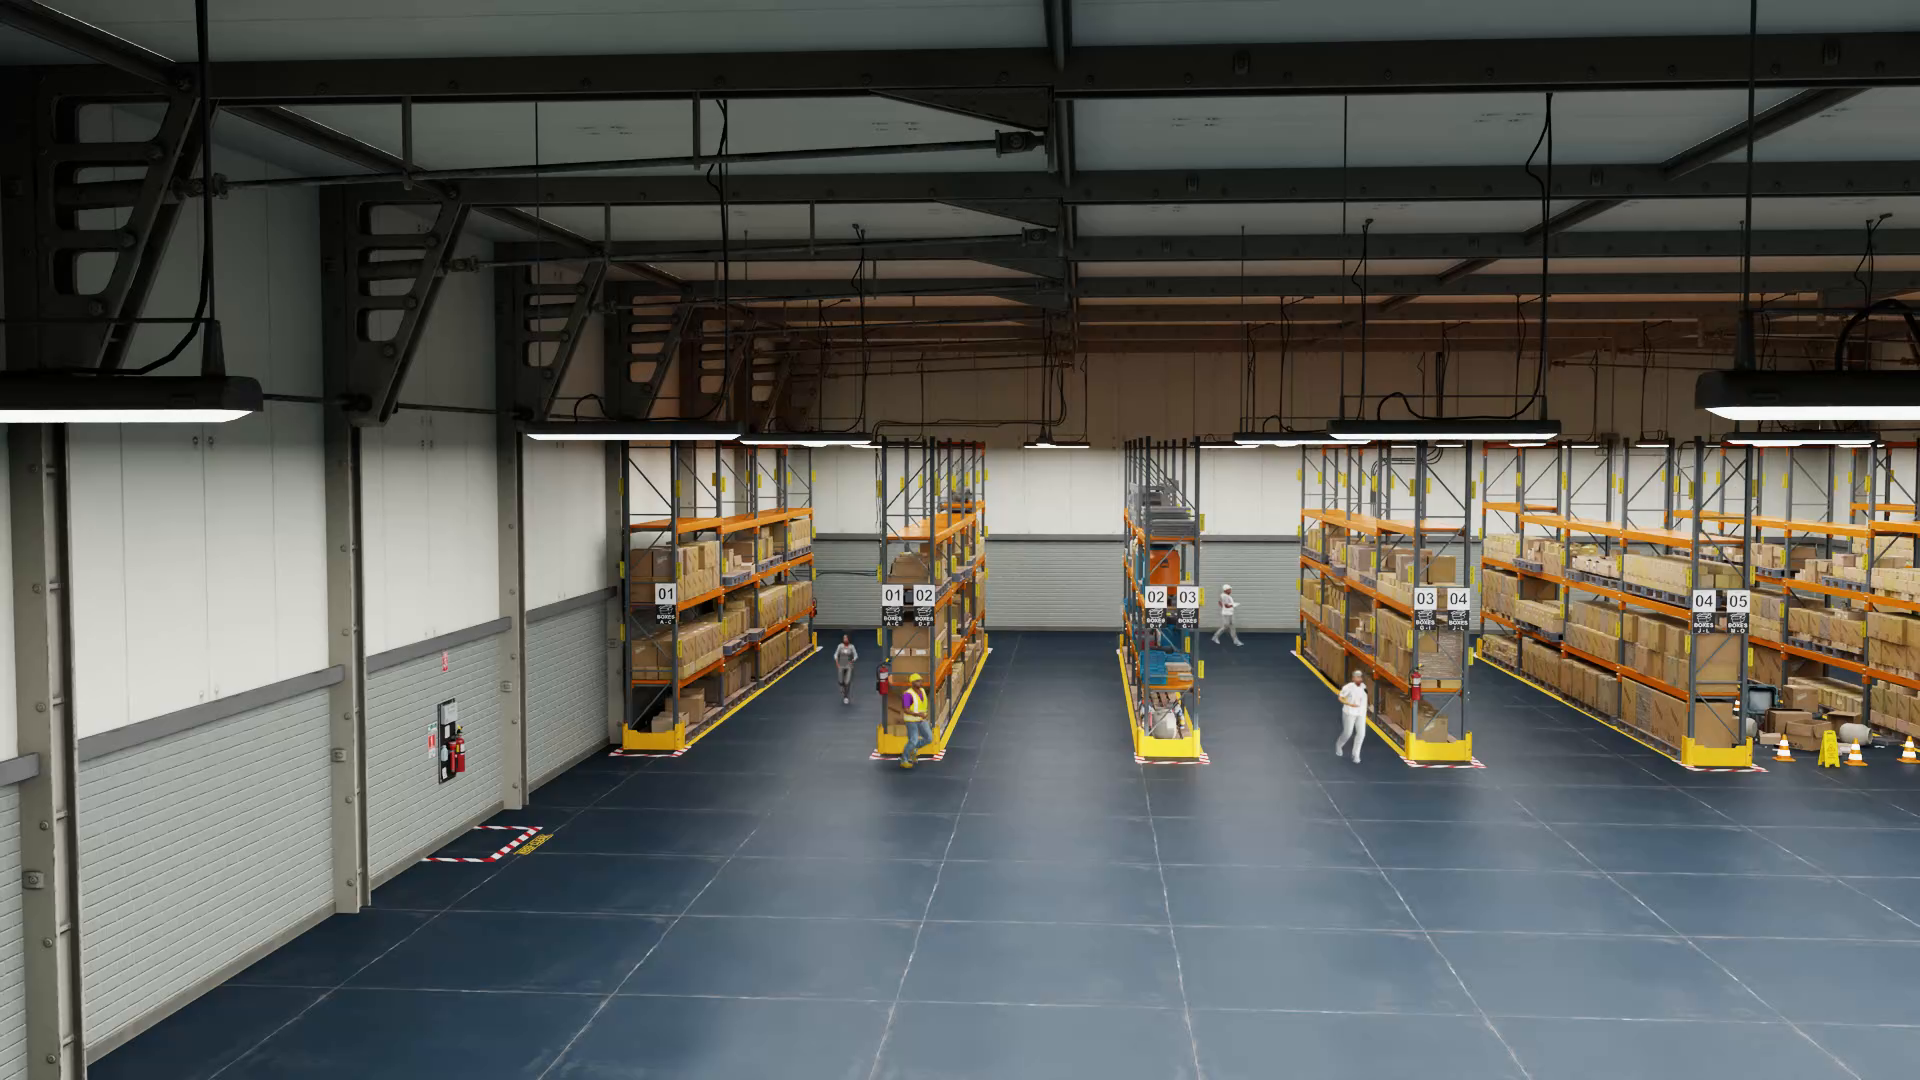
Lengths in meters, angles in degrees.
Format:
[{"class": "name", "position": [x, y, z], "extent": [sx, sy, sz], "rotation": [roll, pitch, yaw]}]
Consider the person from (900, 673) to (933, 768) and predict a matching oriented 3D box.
[{"class": "person", "position": [-0.756, 3.250, 29.944], "extent": [0.721, 1.711, 0.730], "rotation": [3, 4, 41]}]

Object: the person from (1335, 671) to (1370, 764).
[{"class": "person", "position": [7.313, 3.261, 30.857], "extent": [0.645, 1.696, 0.795], "rotation": [-1, 3, -14]}]

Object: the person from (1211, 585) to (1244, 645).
[{"class": "person", "position": [7.829, 2.191, 48.579], "extent": [0.961, 1.778, 0.677], "rotation": [1, 3, 13]}]

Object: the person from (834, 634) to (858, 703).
[{"class": "person", "position": [-2.606, 2.925, 37.928], "extent": [0.542, 1.561, 0.570], "rotation": [0, 3, 2]}]
